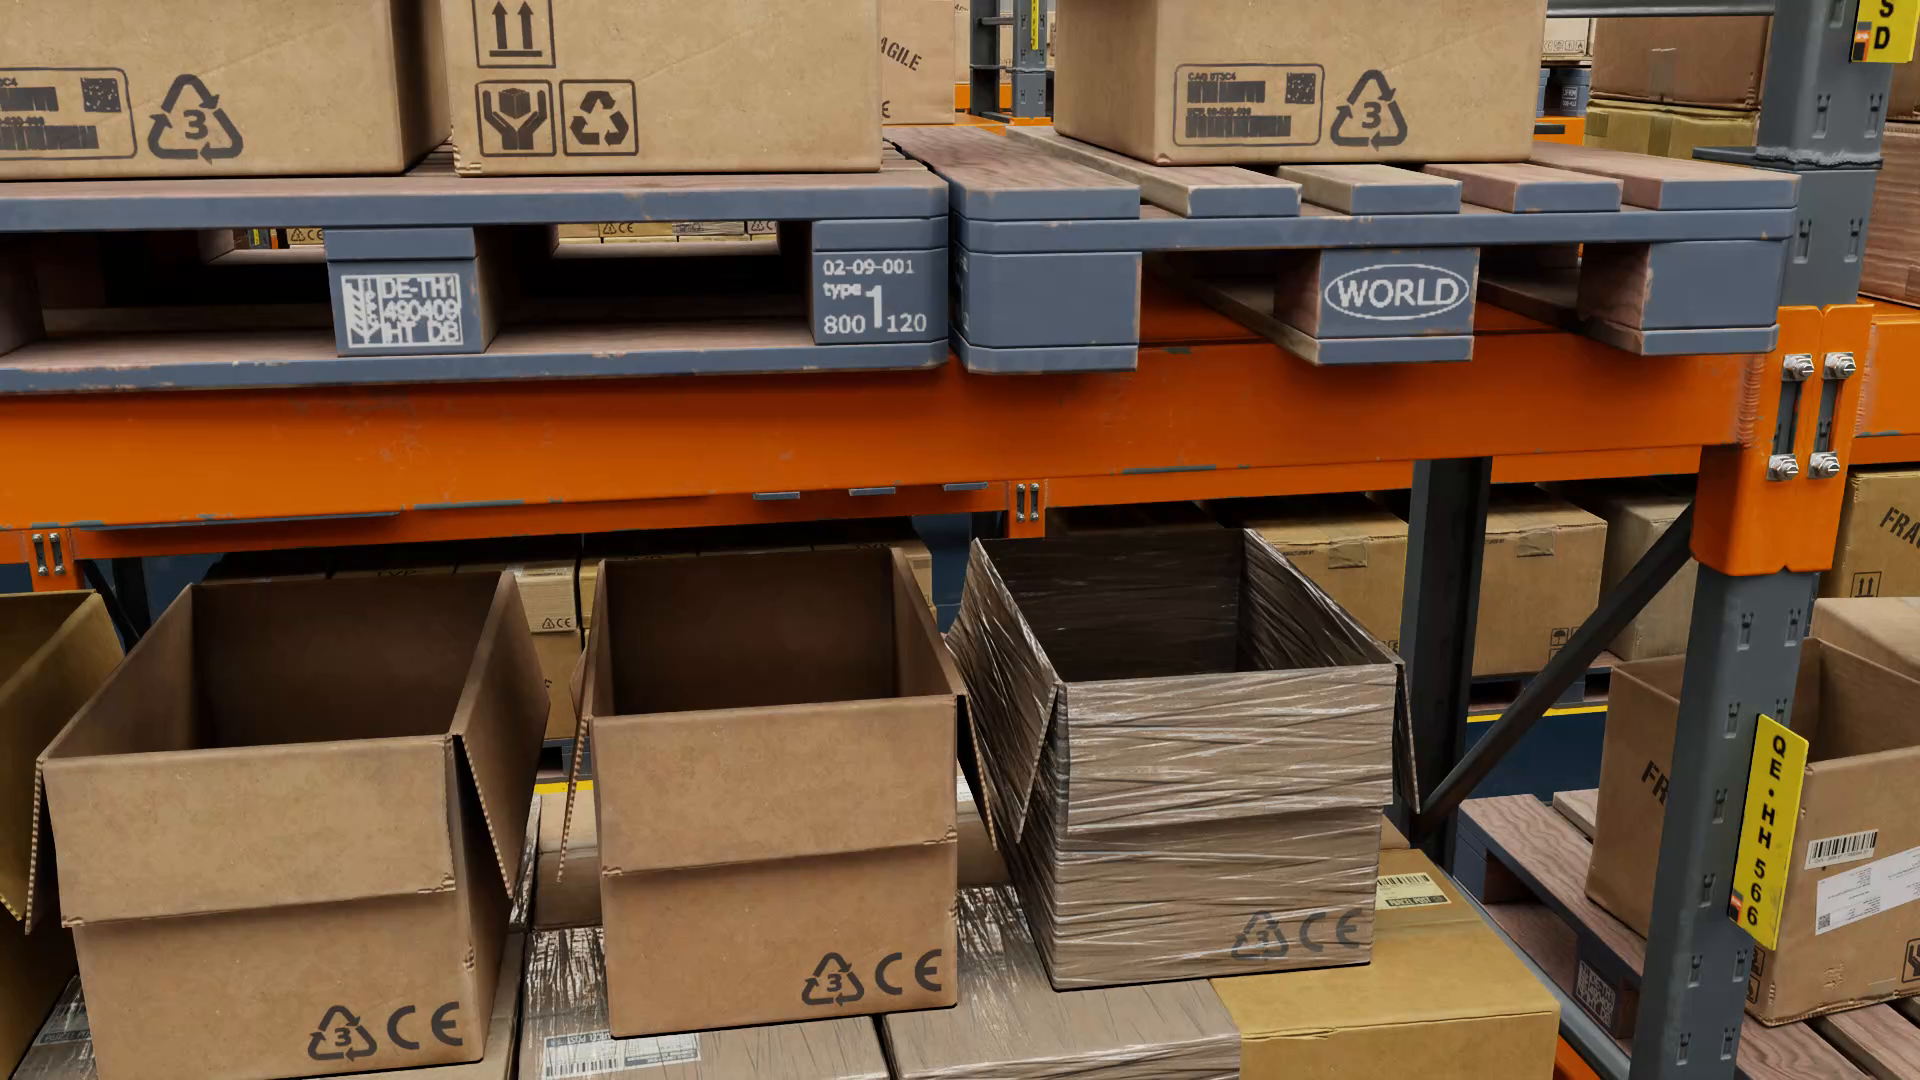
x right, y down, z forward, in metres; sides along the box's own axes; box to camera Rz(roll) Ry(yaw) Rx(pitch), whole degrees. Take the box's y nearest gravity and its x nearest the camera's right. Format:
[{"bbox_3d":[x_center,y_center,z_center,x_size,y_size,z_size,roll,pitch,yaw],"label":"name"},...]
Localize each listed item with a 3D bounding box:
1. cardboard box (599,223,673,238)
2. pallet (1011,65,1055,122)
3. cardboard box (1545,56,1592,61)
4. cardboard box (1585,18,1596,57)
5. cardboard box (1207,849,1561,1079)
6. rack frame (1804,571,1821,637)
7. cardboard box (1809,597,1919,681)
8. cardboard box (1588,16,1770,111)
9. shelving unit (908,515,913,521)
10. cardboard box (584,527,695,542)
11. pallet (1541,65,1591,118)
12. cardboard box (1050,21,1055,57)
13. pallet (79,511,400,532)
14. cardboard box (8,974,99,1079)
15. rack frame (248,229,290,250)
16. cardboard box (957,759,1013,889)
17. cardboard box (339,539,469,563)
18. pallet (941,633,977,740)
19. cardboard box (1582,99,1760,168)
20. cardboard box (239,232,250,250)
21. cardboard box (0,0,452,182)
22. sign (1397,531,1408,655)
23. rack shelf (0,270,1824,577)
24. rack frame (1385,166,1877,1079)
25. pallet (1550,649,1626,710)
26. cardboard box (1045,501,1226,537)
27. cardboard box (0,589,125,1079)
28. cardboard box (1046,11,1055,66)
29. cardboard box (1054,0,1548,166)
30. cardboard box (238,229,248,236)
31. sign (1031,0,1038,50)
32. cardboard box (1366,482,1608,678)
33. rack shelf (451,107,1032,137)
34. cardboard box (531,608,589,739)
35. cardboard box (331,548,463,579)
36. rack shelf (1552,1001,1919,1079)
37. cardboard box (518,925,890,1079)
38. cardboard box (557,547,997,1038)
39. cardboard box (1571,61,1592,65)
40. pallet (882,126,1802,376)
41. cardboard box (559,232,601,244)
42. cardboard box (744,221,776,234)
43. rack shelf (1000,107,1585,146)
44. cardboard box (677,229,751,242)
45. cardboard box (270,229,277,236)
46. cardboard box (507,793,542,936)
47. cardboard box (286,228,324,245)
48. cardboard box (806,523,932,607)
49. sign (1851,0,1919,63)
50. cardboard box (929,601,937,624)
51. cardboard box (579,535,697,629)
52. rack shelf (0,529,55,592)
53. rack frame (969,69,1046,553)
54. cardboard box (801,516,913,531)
[{"bbox_3d":[-2.287,-2.410,11.677,0.500,0.500,0.500,-3,17,-10],"label":"cardboard box"},{"bbox_3d":[0.823,-2.019,7.489,1.003,0.211,1.213,-2,17,-8],"label":"pallet"},{"bbox_3d":[4.573,-3.774,12.630,0.500,0.250,0.500,-3,17,-10],"label":"cardboard box"},{"bbox_3d":[2.958,-2.325,7.535,0.500,0.250,0.500,-3,17,-11],"label":"cardboard box"},{"bbox_3d":[0.605,0.862,2.725,0.500,0.500,0.500,-3,17,-9],"label":"cardboard box"},{"bbox_3d":[4.128,-0.847,8.460,0.127,3.000,1.000,-3,17,-10],"label":"rack frame"},{"bbox_3d":[2.094,0.461,3.316,0.500,0.500,0.700,-1,17,-2],"label":"cardboard box"},{"bbox_3d":[1.464,-1.008,2.854,0.500,0.500,0.500,-3,17,-9],"label":"cardboard box"},{"bbox_3d":[0.007,-0.717,10.593,0.755,1.500,0.431,-3,17,-10],"label":"shelving unit"},{"bbox_3d":[-1.508,0.032,7.863,0.500,0.250,0.500,-3,17,-10],"label":"cardboard box"},{"bbox_3d":[3.237,-2.124,7.836,1.217,0.209,0.805,-4,18,-13],"label":"pallet"},{"bbox_3d":[0.559,-2.159,7.166,0.250,0.149,0.380,-4,18,-13],"label":"cardboard box"},{"bbox_3d":[-2.949,-0.310,7.040,1.213,0.211,1.003,-3,17,-10],"label":"pallet"},{"bbox_3d":[-1.401,0.977,2.352,0.500,0.500,0.500,-4,17,-12],"label":"cardboard box"},{"bbox_3d":[-4.765,-1.823,11.637,0.127,3.000,1.000,-3,17,-10],"label":"rack frame"},{"bbox_3d":[0.008,0.742,3.118,0.500,0.500,0.500,-4,17,-12],"label":"cardboard box"},{"bbox_3d":[-2.536,0.095,7.658,0.500,0.250,0.500,-2,17,-8],"label":"cardboard box"},{"bbox_3d":[-0.567,0.752,8.004,1.213,0.211,1.003,-3,17,-10],"label":"pallet"},{"bbox_3d":[1.463,-0.648,2.959,0.500,0.250,0.500,-3,17,-10],"label":"cardboard box"},{"bbox_3d":[-5.275,-1.920,11.783,0.500,0.500,0.500,-3,17,-9],"label":"cardboard box"},{"bbox_3d":[-0.959,-0.753,2.154,0.637,0.503,0.797,-3,17,-11],"label":"cardboard box"},{"bbox_3d":[0.930,0.140,3.411,0.005,0.325,0.100,-3,17,-10],"label":"sign"},{"bbox_3d":[-0.921,-0.167,2.364,4.000,0.370,1.077,-3,17,-10],"label":"rack shelf"},{"bbox_3d":[1.043,0.811,3.061,0.127,3.000,1.000,-3,17,-10],"label":"rack frame"},{"bbox_3d":[3.385,0.551,8.659,1.213,0.211,1.003,-3,17,-10],"label":"pallet"},{"bbox_3d":[0.816,0.243,8.030,0.750,0.750,1.050,-3,17,-11],"label":"cardboard box"},{"bbox_3d":[-1.583,0.434,2.411,0.637,0.503,0.797,-3,17,-10],"label":"cardboard box"},{"bbox_3d":[0.655,-3.622,12.210,0.637,0.503,0.797,-3,17,-10],"label":"cardboard box"},{"bbox_3d":[0.457,-0.818,2.366,0.637,0.503,0.797,-2,17,-7],"label":"cardboard box"},{"bbox_3d":[-5.278,-2.392,11.617,0.500,0.500,0.500,-3,17,-10],"label":"cardboard box"},{"bbox_3d":[0.302,-2.149,6.709,0.005,0.325,0.100,-3,17,-10],"label":"sign"},{"bbox_3d":[2.588,0.141,8.361,0.750,0.750,1.050,-3,17,-10],"label":"cardboard box"},{"bbox_3d":[-1.763,-1.603,7.038,4.000,0.370,1.077,-3,17,-10],"label":"rack shelf"},{"bbox_3d":[-1.920,0.565,7.405,0.500,0.500,0.500,-3,17,-9],"label":"cardboard box"},{"bbox_3d":[-2.429,0.239,7.190,0.500,0.250,0.500,-3,17,-9],"label":"cardboard box"},{"bbox_3d":[3.006,1.044,3.530,4.000,0.370,1.077,-3,17,-10],"label":"rack shelf"},{"bbox_3d":[-0.395,0.918,2.543,0.500,0.500,0.500,-4,17,-12],"label":"cardboard box"},{"bbox_3d":[-0.319,0.356,2.666,0.637,0.503,0.797,-3,17,-9],"label":"cardboard box"},{"bbox_3d":[4.725,-3.575,12.662,0.250,0.149,0.380,-4,17,-12],"label":"cardboard box"},{"bbox_3d":[0.420,-0.481,2.482,1.003,0.211,1.213,-2,17,-8],"label":"pallet"},{"bbox_3d":[-2.776,-2.020,11.682,0.500,0.250,0.500,-4,17,-12],"label":"cardboard box"},{"bbox_3d":[-1.295,-2.467,11.862,0.500,0.500,0.500,-4,17,-12],"label":"cardboard box"},{"bbox_3d":[2.165,-1.826,7.763,4.000,0.370,1.077,-3,17,-10],"label":"rack shelf"},{"bbox_3d":[-1.767,-2.083,11.888,0.500,0.250,0.500,-4,17,-12],"label":"cardboard box"},{"bbox_3d":[-6.477,-3.001,15.900,0.250,0.149,0.380,-3,17,-9],"label":"cardboard box"},{"bbox_3d":[-0.986,0.798,2.933,0.500,0.500,0.500,-3,17,-10],"label":"cardboard box"},{"bbox_3d":[-4.278,-2.290,11.286,0.500,0.500,0.500,-3,17,-10],"label":"cardboard box"},{"bbox_3d":[-0.421,0.125,7.560,0.500,0.250,0.500,-4,17,-12],"label":"cardboard box"},{"bbox_3d":[1.140,-0.747,2.011,0.005,0.325,0.100,-3,17,-10],"label":"sign"},{"bbox_3d":[-0.396,0.482,7.676,0.500,0.500,0.500,-3,17,-11],"label":"cardboard box"},{"bbox_3d":[-1.417,0.180,7.381,0.500,0.250,0.500,-3,17,-9],"label":"cardboard box"},{"bbox_3d":[-5.690,0.054,6.753,4.000,0.370,1.077,-3,17,-10],"label":"rack shelf"},{"bbox_3d":[0.201,-0.624,7.735,0.127,3.000,1.000,-3,17,-10],"label":"rack frame"},{"bbox_3d":[-0.522,-0.020,8.032,0.500,0.250,0.500,-4,18,-13],"label":"cardboard box"}]
